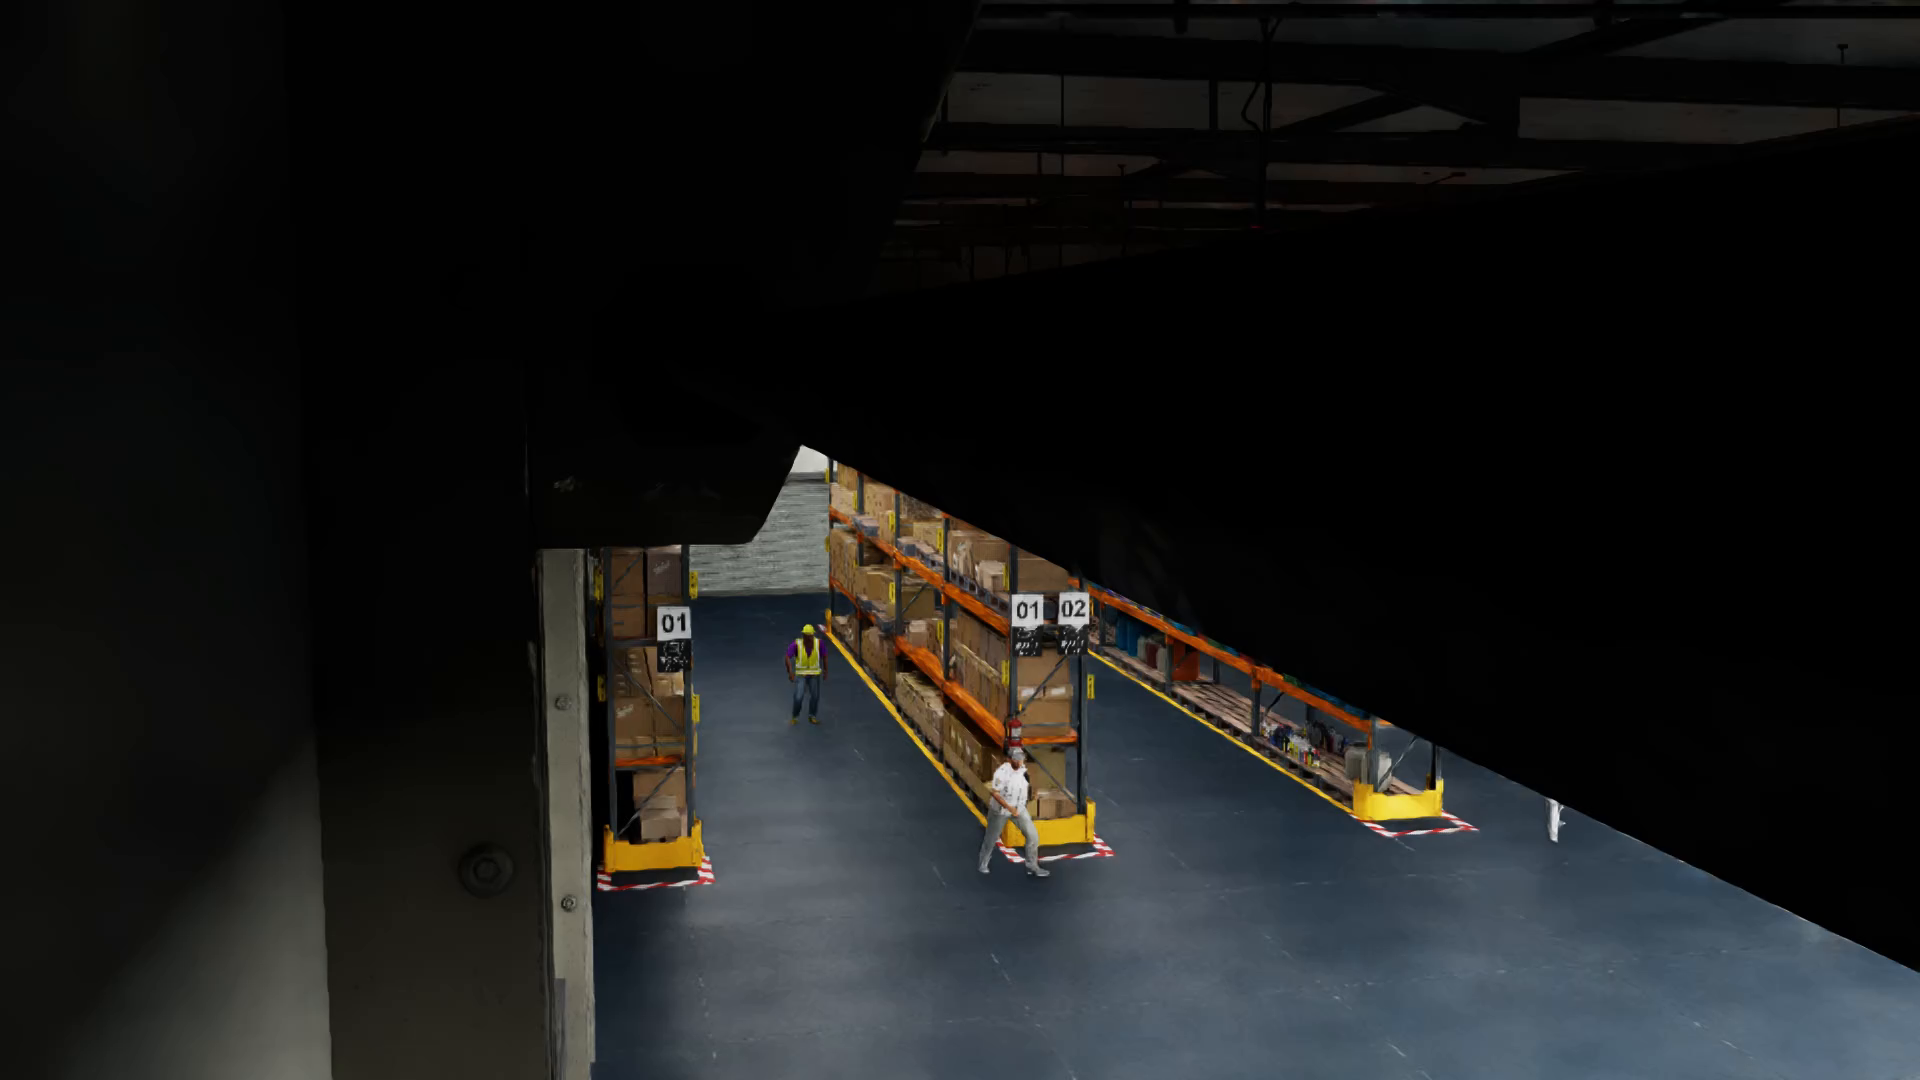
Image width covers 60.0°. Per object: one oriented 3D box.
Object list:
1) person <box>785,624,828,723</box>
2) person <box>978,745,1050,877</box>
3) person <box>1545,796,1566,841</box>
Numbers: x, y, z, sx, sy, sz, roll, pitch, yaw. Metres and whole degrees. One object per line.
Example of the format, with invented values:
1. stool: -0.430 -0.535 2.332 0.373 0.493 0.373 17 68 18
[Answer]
1. person: -2.538 2.219 27.579 0.719 1.714 0.578 -2 7 -15
2. person: 0.599 3.191 19.769 0.660 1.596 0.811 -4 8 -31
3. person: 7.681 2.954 21.312 0.599 1.728 0.940 0 7 3
